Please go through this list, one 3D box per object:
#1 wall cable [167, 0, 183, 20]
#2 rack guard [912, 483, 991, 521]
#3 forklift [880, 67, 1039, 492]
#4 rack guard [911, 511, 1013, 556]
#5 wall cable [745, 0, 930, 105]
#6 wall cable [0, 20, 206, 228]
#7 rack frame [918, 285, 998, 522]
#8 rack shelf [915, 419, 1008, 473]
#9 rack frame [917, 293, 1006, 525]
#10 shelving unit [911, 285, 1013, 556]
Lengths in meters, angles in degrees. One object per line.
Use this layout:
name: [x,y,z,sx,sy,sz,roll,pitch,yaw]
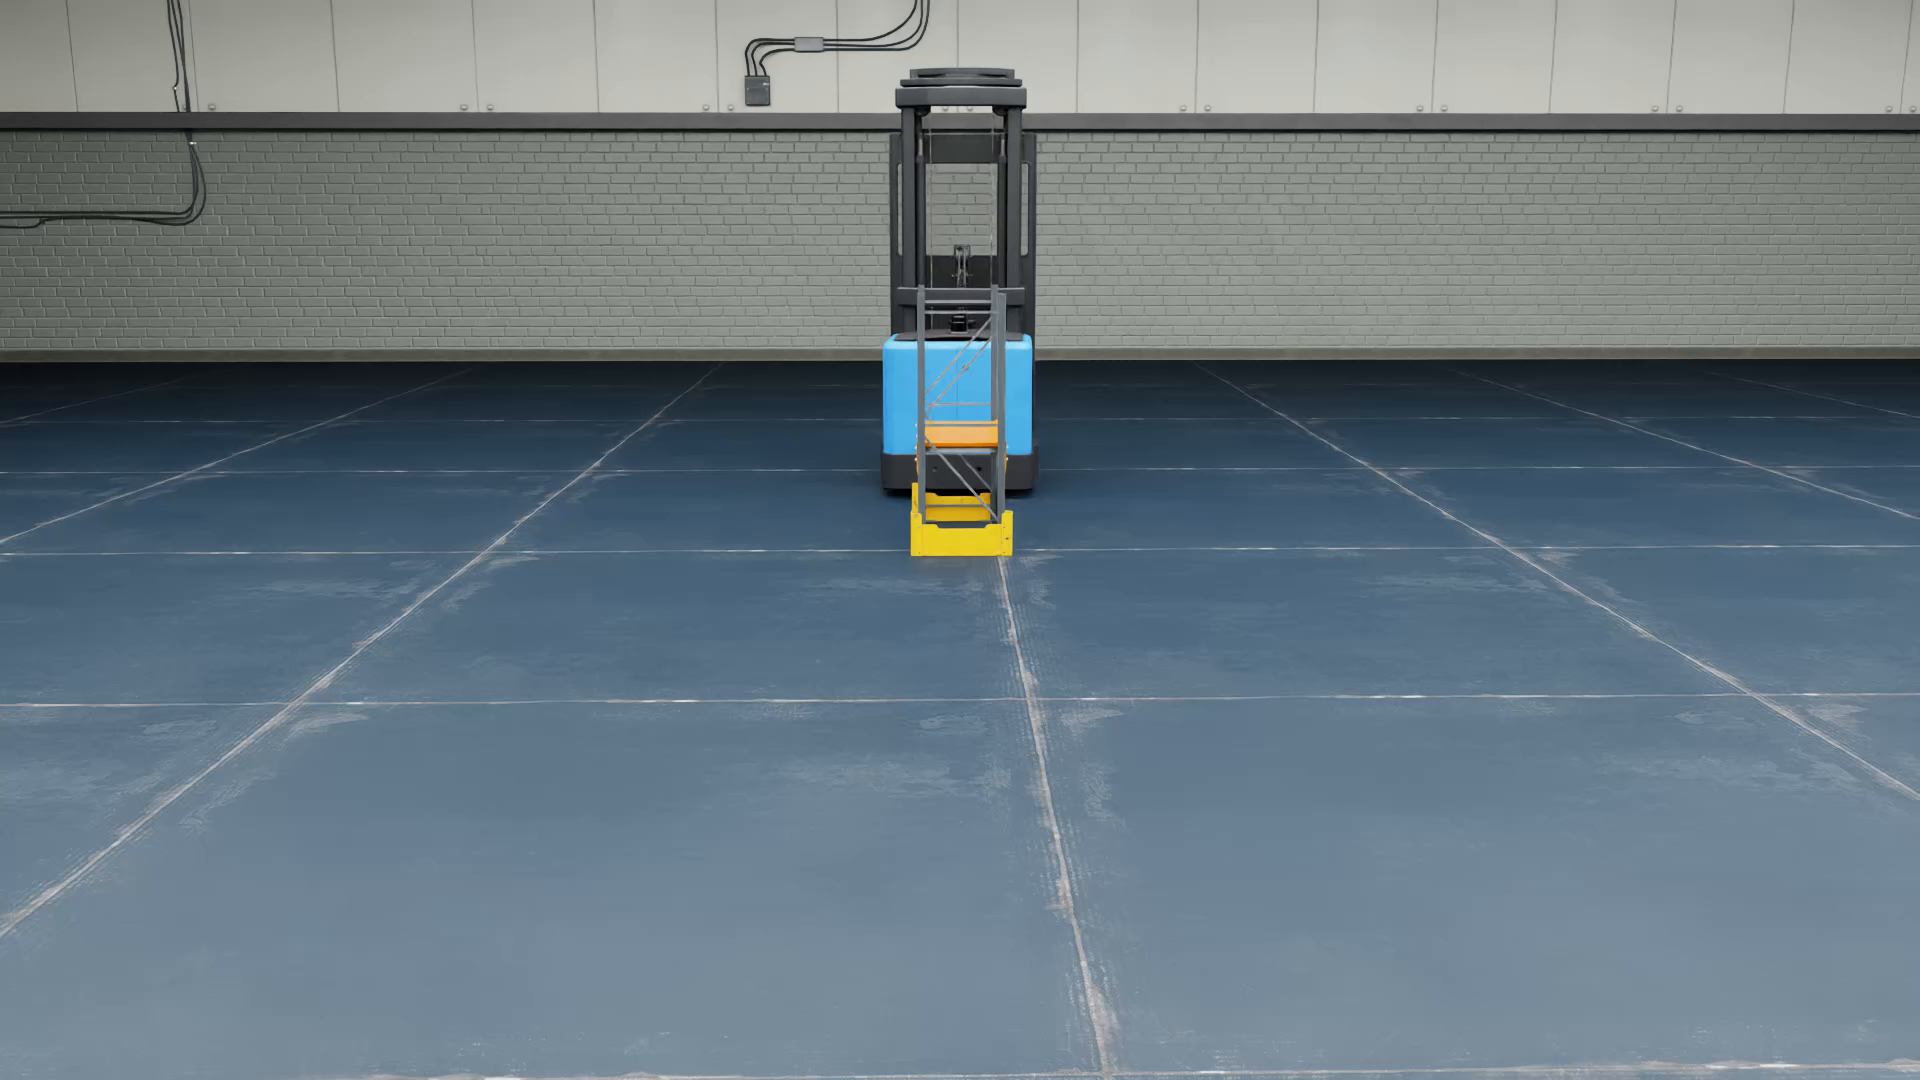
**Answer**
wall cable: [-8.314,-7.646,20.224,3.097,2.526,0.112,0,11,-1]
rack guard: [-0.012,-0.237,10.597,0.587,0.250,0.087,0,11,-1]
forklift: [0.031,-2.016,12.623,1.130,2.935,3.031,0,11,2]
rack guard: [0.009,-0.039,9.621,0.587,0.250,0.087,0,11,-1]
wall cable: [-1.527,-8.384,20.201,2.305,6.003,0.169,0,11,-1]
wall cable: [-11.018,-5.160,20.671,3.097,2.526,0.112,0,11,-1]
rack frame: [-0.012,-0.853,10.492,0.500,1.500,0.032,0,11,-1]
rack shelf: [-0.002,-0.576,10.029,0.538,0.185,1.000,0,11,-1]
rack frame: [0.009,-0.651,9.495,0.500,1.500,0.032,0,11,-1]
shelving unit: [-0.002,-0.750,9.985,0.587,1.500,1.083,0,11,-1]
